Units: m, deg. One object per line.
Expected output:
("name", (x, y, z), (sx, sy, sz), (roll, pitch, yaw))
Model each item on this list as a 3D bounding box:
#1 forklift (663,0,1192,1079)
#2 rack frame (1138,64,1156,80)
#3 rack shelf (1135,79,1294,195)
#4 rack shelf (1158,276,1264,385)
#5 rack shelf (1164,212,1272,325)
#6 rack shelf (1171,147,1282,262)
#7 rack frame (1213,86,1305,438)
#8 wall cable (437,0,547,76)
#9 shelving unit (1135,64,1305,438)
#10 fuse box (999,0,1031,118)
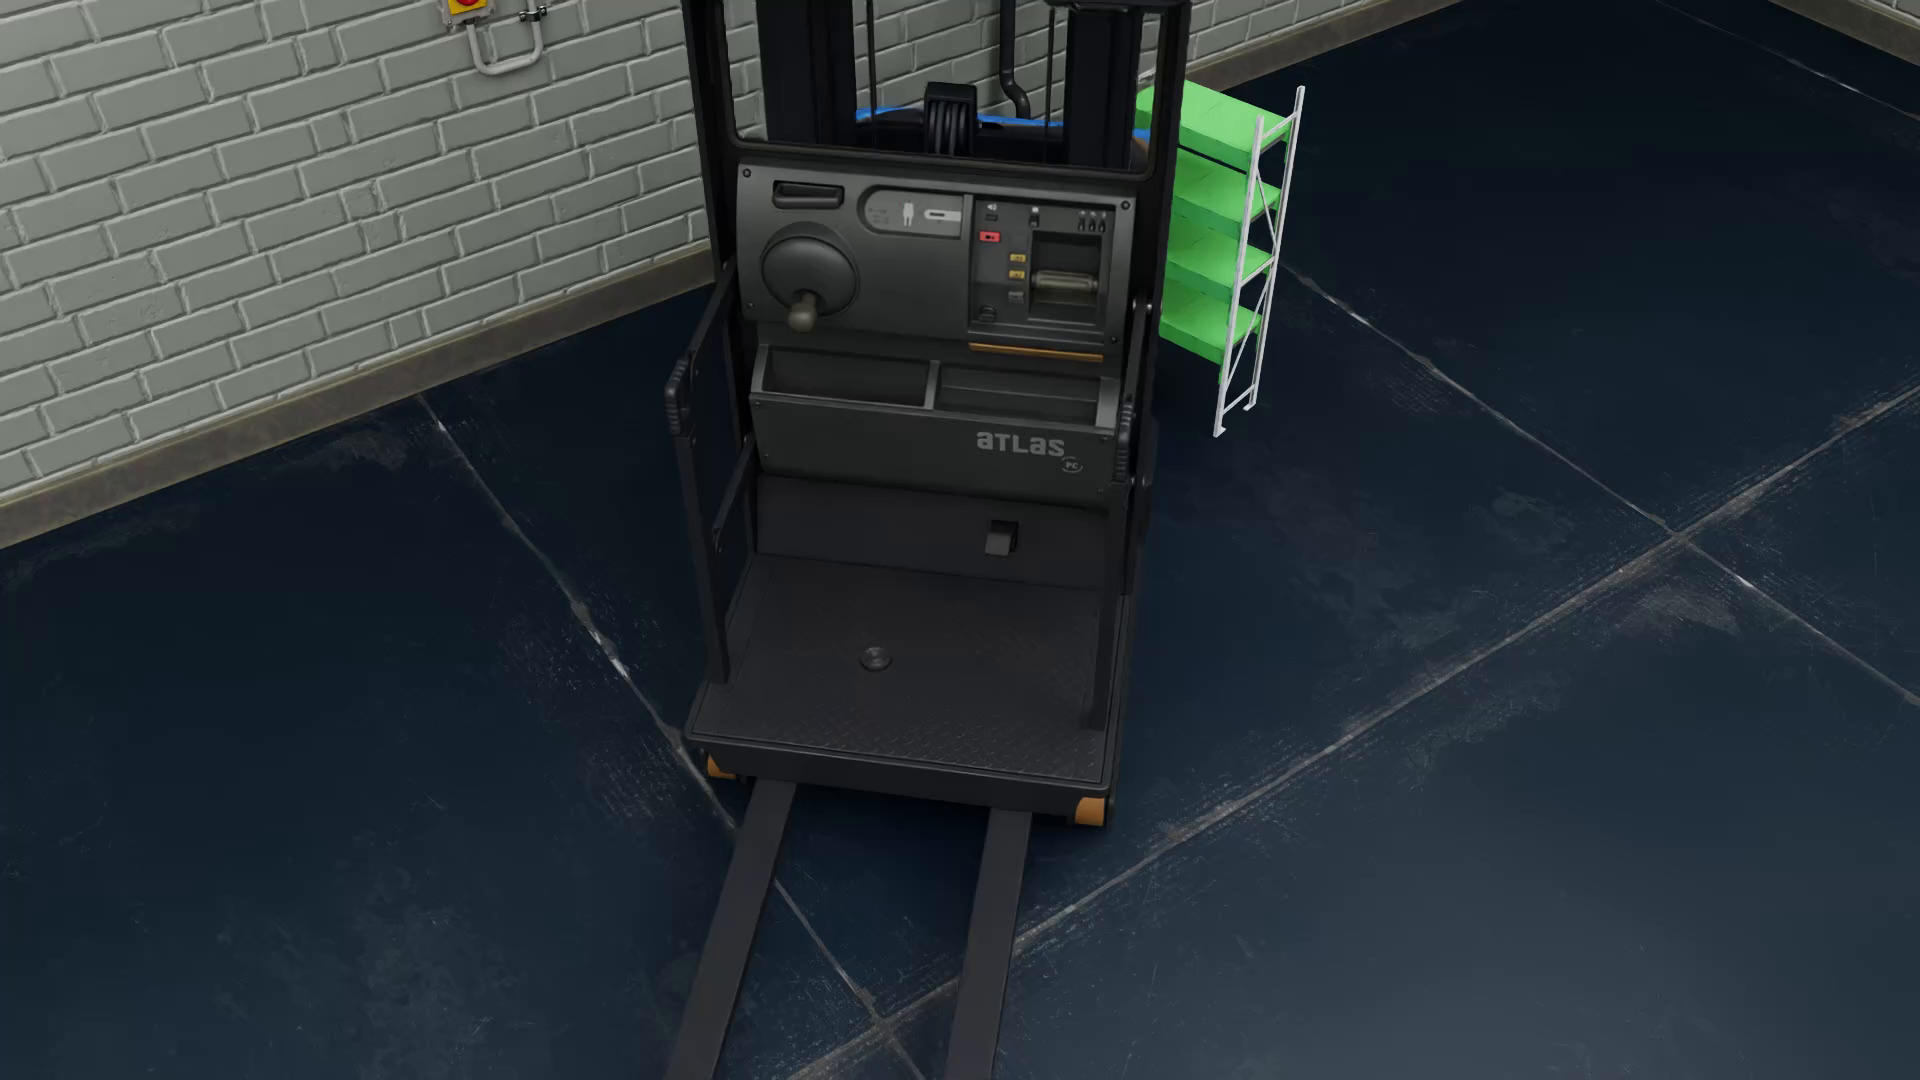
("forklift", (-0.095, -0.568, 3.723), (1.130, 2.935, 3.031), (6, 44, 7))
("rack frame", (0.566, -1.063, 5.495), (0.015, 1.200, 0.240), (30, 51, 28))
("rack shelf", (0.752, -1.255, 5.093), (0.480, 0.148, 0.258), (30, 51, 28))
("rack shelf", (0.752, -0.734, 5.591), (0.480, 0.148, 0.258), (30, 51, 28))
("rack shelf", (0.752, -0.908, 5.425), (0.480, 0.148, 0.258), (30, 51, 28))
("rack shelf", (0.752, -1.082, 5.259), (0.480, 0.148, 0.258), (30, 51, 28))
("rack frame", (0.937, -0.845, 5.266), (0.015, 1.200, 0.240), (30, 51, 28))
("wall cable", (-1.521, -2.124, 4.545), (0.585, 1.953, 0.123), (-26, 49, -24))
("shelving unit", (0.752, -0.954, 5.381), (0.503, 1.200, 0.258), (30, 51, 28))
("fuse box", (0.285, -2.027, 6.134), (0.539, 1.711, 0.414), (-26, 49, -24))
